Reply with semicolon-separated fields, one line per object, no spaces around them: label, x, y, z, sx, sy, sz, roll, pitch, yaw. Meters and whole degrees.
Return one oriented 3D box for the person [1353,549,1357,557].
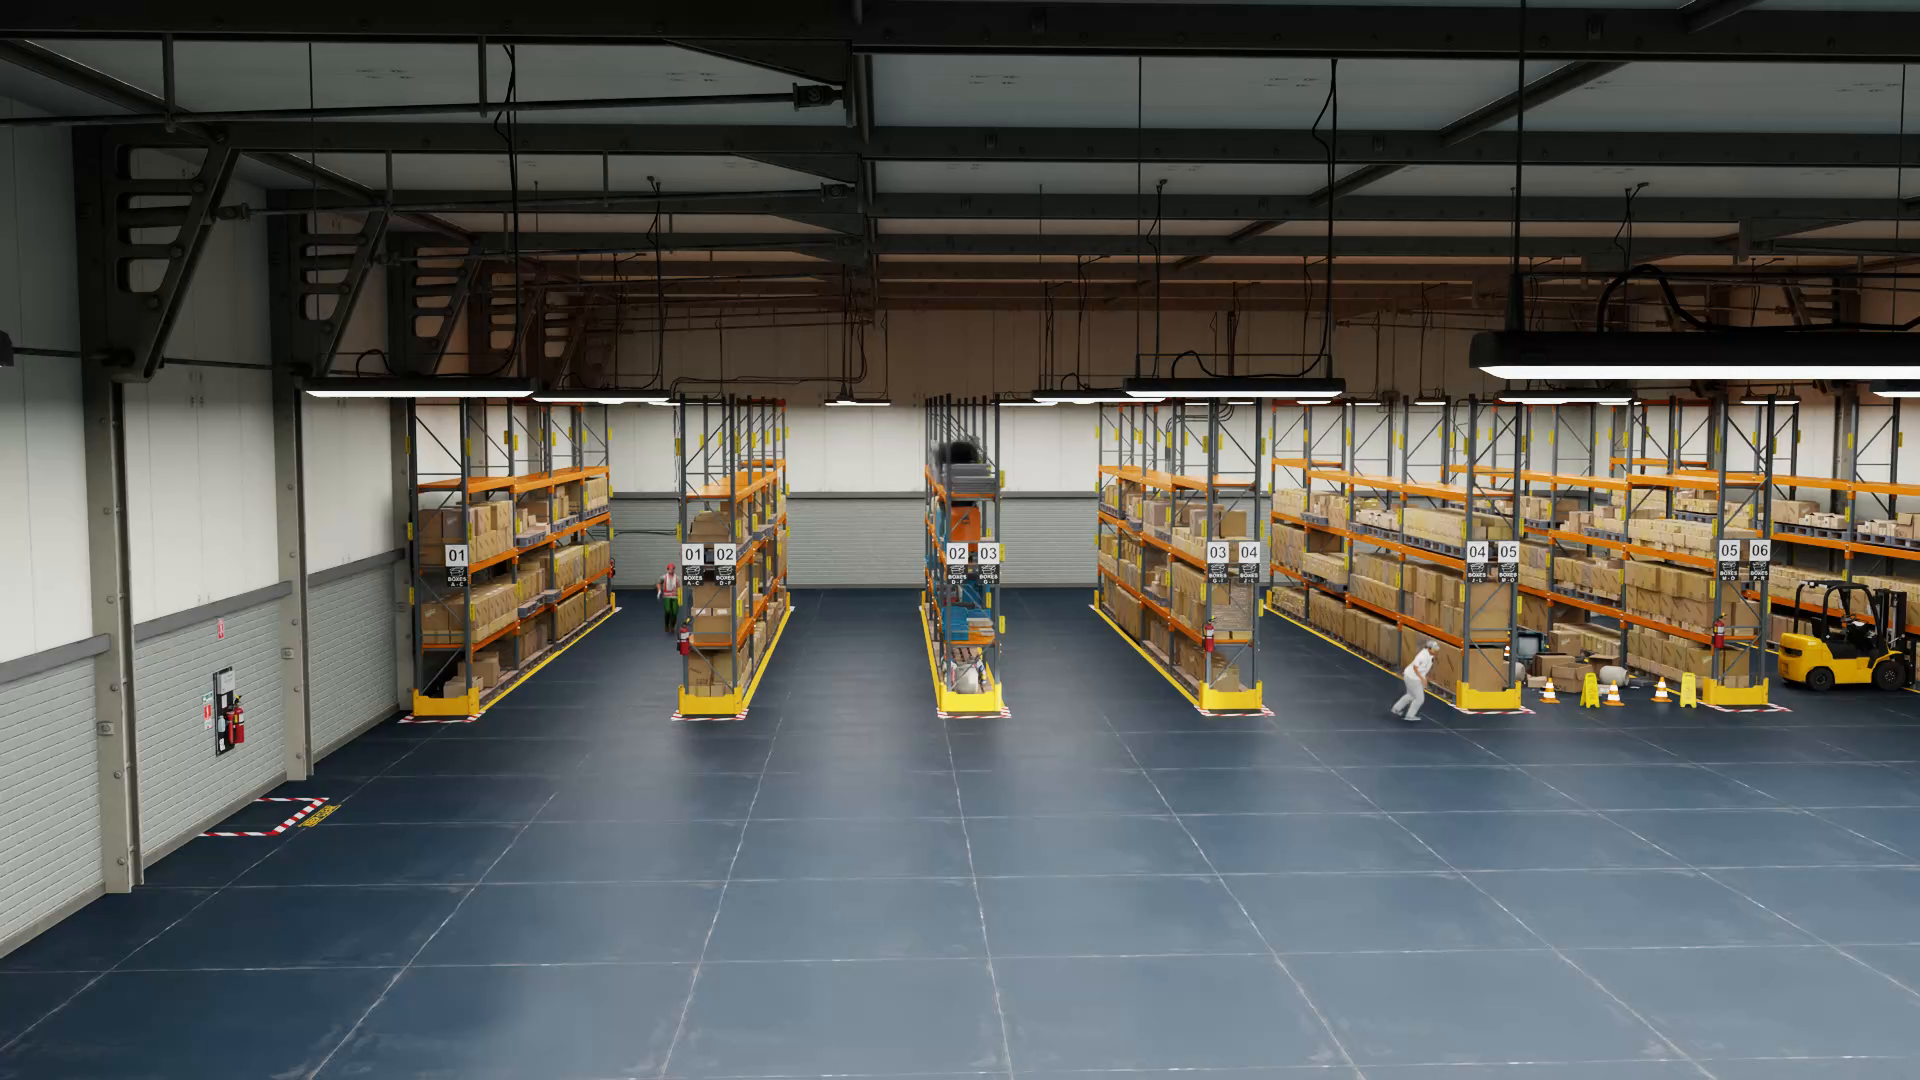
person;11.387;1.107;47.950;0.764;1.687;0.670;3;6;35

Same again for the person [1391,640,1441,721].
person;8.372;2.559;30.542;0.918;1.514;0.645;2;5;23

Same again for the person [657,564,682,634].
person;-7.351;1.491;42.271;0.647;1.783;0.700;-1;5;-15
